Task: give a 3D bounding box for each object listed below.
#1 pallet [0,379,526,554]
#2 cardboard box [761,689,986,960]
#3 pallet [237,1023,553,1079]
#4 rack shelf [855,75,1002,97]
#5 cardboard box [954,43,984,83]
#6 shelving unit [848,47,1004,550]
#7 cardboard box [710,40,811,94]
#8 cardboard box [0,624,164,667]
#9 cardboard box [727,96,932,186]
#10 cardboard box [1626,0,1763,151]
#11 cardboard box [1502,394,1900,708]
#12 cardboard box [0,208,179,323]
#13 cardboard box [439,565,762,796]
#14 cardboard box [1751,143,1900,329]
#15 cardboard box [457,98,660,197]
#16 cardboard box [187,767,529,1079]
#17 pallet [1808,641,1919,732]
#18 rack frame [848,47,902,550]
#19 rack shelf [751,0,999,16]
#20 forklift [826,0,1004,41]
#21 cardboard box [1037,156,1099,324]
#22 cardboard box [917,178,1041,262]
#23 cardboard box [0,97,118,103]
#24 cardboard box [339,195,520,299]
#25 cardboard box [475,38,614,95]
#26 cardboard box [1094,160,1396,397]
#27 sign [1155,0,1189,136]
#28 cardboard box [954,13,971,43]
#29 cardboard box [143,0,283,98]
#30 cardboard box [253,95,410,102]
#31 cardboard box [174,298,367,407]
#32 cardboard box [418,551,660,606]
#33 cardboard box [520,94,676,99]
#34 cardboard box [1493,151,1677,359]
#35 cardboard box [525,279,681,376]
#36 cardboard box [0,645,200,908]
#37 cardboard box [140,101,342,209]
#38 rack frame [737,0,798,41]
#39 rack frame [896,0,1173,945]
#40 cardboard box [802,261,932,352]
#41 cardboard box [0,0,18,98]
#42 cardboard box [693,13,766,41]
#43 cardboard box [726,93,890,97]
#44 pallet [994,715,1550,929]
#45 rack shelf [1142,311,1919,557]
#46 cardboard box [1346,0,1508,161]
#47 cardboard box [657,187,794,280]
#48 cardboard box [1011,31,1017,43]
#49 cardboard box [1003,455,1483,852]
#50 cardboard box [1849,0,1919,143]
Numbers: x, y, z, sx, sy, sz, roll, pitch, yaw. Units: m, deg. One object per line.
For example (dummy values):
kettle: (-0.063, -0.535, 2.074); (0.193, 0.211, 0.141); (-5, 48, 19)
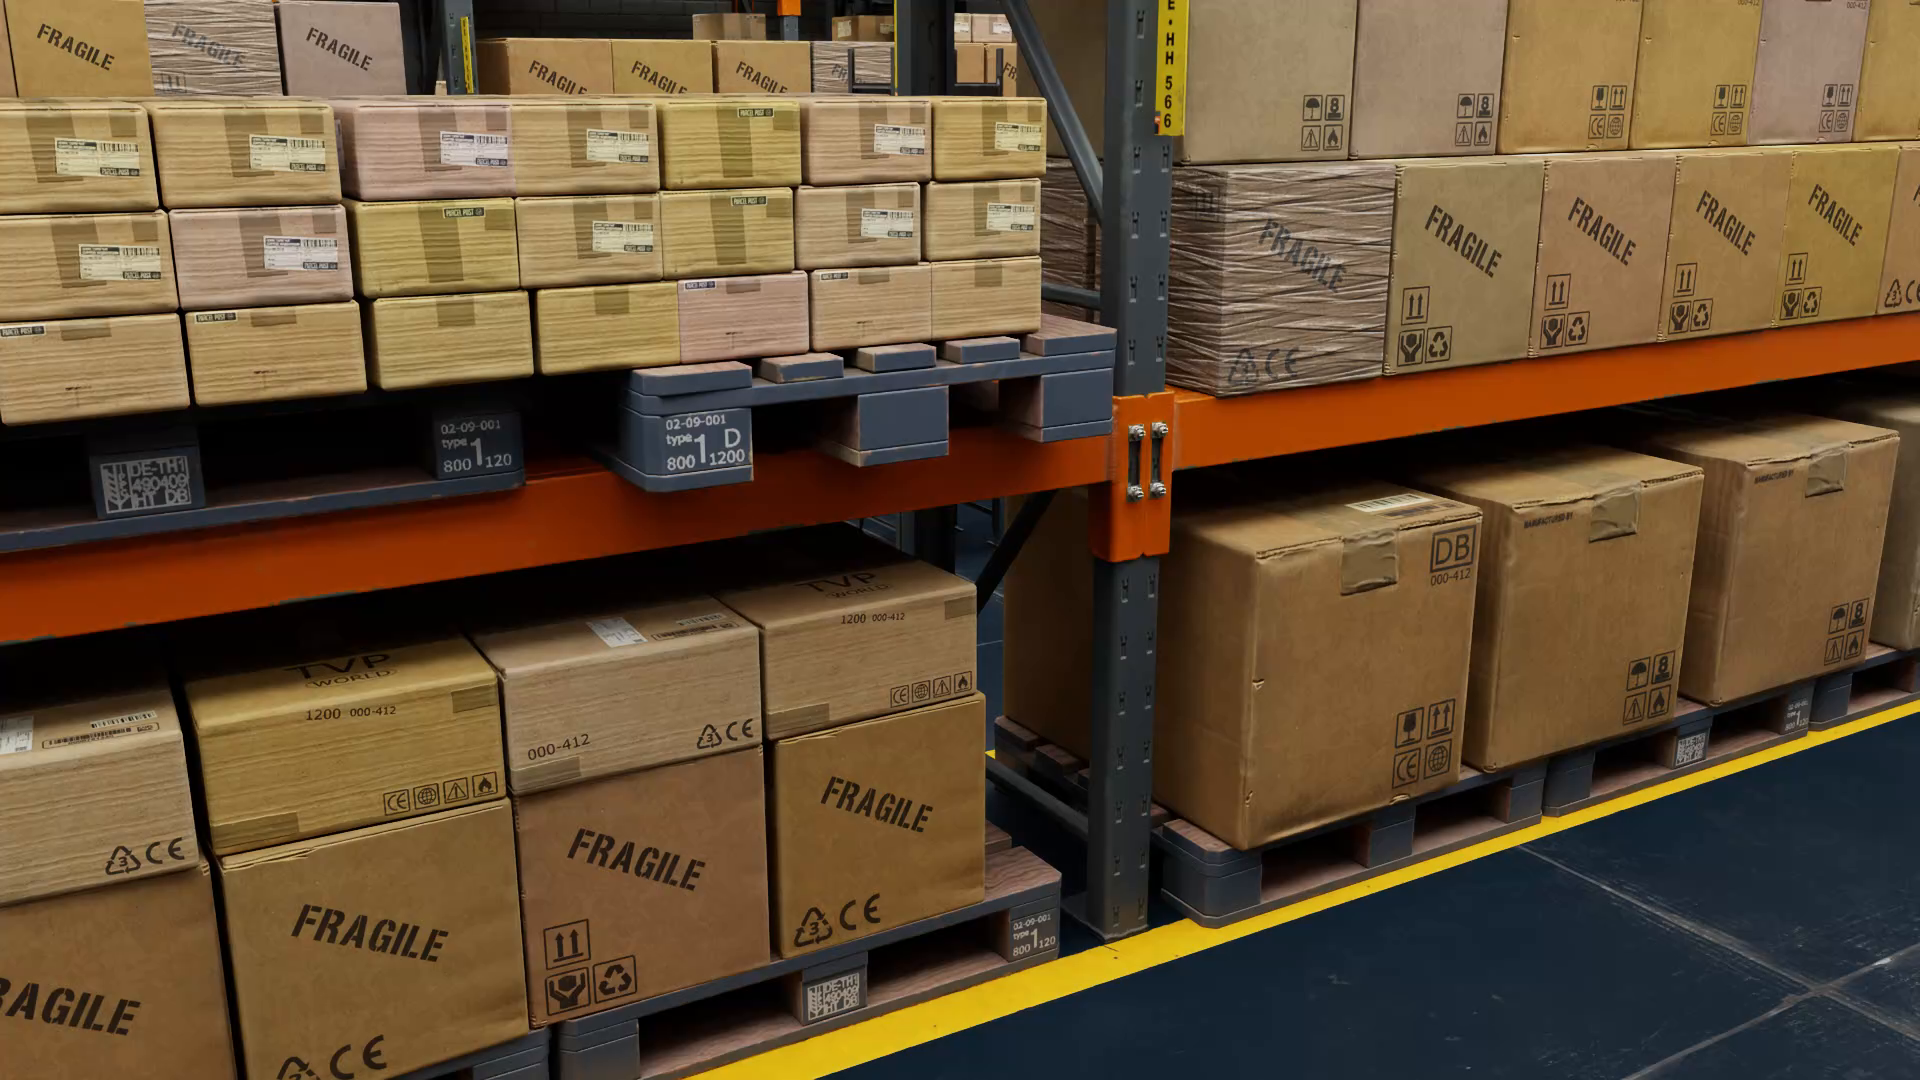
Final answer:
pallet: (-1.530, -0.226, 3.015); (1.213, 0.211, 1.003); (-9, 18, -30)
cardboard box: (-0.284, 0.550, 3.743); (0.500, 0.500, 0.500); (-9, 18, -30)
pallet: (-1.570, 1.016, 3.393); (1.213, 0.211, 1.003); (-9, 18, -30)
rack shelf: (-0.142, -1.649, 6.859); (0.480, 0.518, 0.431); (-9, 18, -30)
cardboard box: (-0.209, -2.427, 8.997); (0.500, 0.500, 0.500); (-9, 18, -28)
shelving unit: (-0.142, -0.988, 7.044); (0.503, 2.100, 0.431); (-9, 18, -30)
cardboard box: (-1.091, -2.286, 8.495); (0.500, 0.500, 0.500); (-9, 18, -29)
cardboard box: (-1.882, 0.286, 3.296); (0.500, 0.250, 0.500); (-10, 19, -32)
cardboard box: (-0.255, -0.762, 3.157); (0.250, 0.149, 0.380); (-9, 18, -30)
cardboard box: (1.845, -1.406, 4.832); (0.500, 0.500, 0.700); (-9, 18, -30)
cardboard box: (2.260, -0.038, 5.377); (0.750, 0.750, 1.050); (-9, 18, -30)
cardboard box: (-1.369, -0.438, 2.551); (0.250, 0.149, 0.380); (-10, 18, -31)
cardboard box: (-0.733, 0.266, 3.369); (0.500, 0.250, 0.500); (-9, 18, -29)
cardboard box: (2.398, -0.932, 4.994); (0.500, 0.500, 0.500); (-9, 18, -29)
cardboard box: (-0.707, -0.688, 2.892); (0.250, 0.149, 0.380); (-9, 18, -28)
cardboard box: (-1.176, 0.699, 3.213); (0.500, 0.500, 0.500); (-10, 19, -32)
pallet: (2.952, 0.308, 5.919); (1.213, 0.211, 1.003); (-9, 18, -30)
rack frame: (-0.351, -0.954, 6.923); (0.015, 2.100, 0.400); (-9, 18, -30)
rack shelf: (0.093, -4.814, 14.802); (4.000, 0.370, 1.077); (-9, 18, -30)
forklift: (-0.191, -2.895, 12.307); (1.130, 2.935, 3.031); (12, 20, 36)
cardboard box: (0.393, -0.776, 4.436); (0.500, 0.500, 0.500); (-9, 18, -30)
cardboard box: (-0.044, -0.654, 3.320); (0.250, 0.149, 0.380); (-9, 18, -29)
cardboard box: (-1.692, -0.735, 3.058); (0.250, 0.149, 0.380); (-10, 18, -30)
cardboard box: (-0.925, -0.510, 2.809); (0.250, 0.149, 0.380); (-9, 18, -30)
cardboard box: (-1.986, -2.137, 7.961); (0.500, 0.500, 0.500); (-10, 18, -31)
cardboard box: (0.669, -0.651, 3.990); (0.500, 0.500, 0.500); (-9, 18, -29)
sign: (0.433, -0.998, 3.415); (0.005, 0.325, 0.100); (-9, 18, -30)
cardboard box: (-0.148, -2.738, 8.902); (0.250, 0.149, 0.380); (-10, 19, -32)
cardboard box: (-3.235, -2.058, 7.158); (0.500, 0.500, 0.500); (-9, 18, -29)
cardboard box: (-1.250, -0.806, 3.312); (0.250, 0.149, 0.380); (-8, 18, -27)
cardboard box: (-1.143, -0.332, 2.726); (0.250, 0.149, 0.380); (-9, 18, -28)
cardboard box: (-1.005, 0.148, 3.790); (0.500, 0.250, 0.500); (-9, 18, -30)
cardboard box: (-0.792, -0.880, 3.578); (0.250, 0.149, 0.380); (-9, 18, -30)
cardboard box: (1.536, -0.793, 4.495); (0.500, 0.500, 0.500); (-9, 18, -30)
cardboard box: (-0.690, -0.406, 2.987); (0.250, 0.149, 0.380); (-9, 18, -30)
cardboard box: (-1.619, 0.407, 2.864); (0.500, 0.250, 0.500); (-8, 18, -28)
cardboard box: (-1.148, -0.617, 2.640); (0.250, 0.149, 0.380); (-8, 18, -27)
rack frame: (-1.621, -3.438, 14.118); (0.127, 3.000, 1.000); (-9, 18, -30)
rack frame: (0.145, -0.603, 4.004); (0.127, 3.000, 1.000); (-9, 18, -30)
cardboard box: (-0.254, -0.475, 3.236); (0.250, 0.149, 0.380); (-9, 18, -30)
cardboard box: (-4.101, -1.922, 6.672); (0.500, 0.500, 0.500); (-10, 18, -31)
cardboard box: (-1.233, -2.733, 8.886); (0.250, 0.149, 0.380); (-10, 19, -32)
cardboard box: (-0.354, -0.951, 3.830); (0.250, 0.149, 0.380); (-9, 18, -30)
pallet: (0.860, 0.647, 4.709); (1.213, 0.211, 1.003); (-9, 18, -30)
rack shelf: (1.860, -0.535, 5.093); (4.000, 0.370, 1.077); (-9, 18, -30)
cardboard box: (0.968, -1.263, 4.322); (0.500, 0.500, 0.700); (-10, 18, -31)
cardboard box: (-0.496, -0.579, 3.054); (0.250, 0.149, 0.380); (-9, 18, -28)
cardboard box: (0.353, -3.013, 9.884); (0.250, 0.149, 0.380); (-9, 18, -30)
cardboard box: (0.714, 0.214, 4.479); (0.750, 0.750, 1.050); (-9, 18, -30)
cardboard box: (2.712, -1.546, 5.331); (0.500, 0.500, 0.700); (-10, 18, -31)
